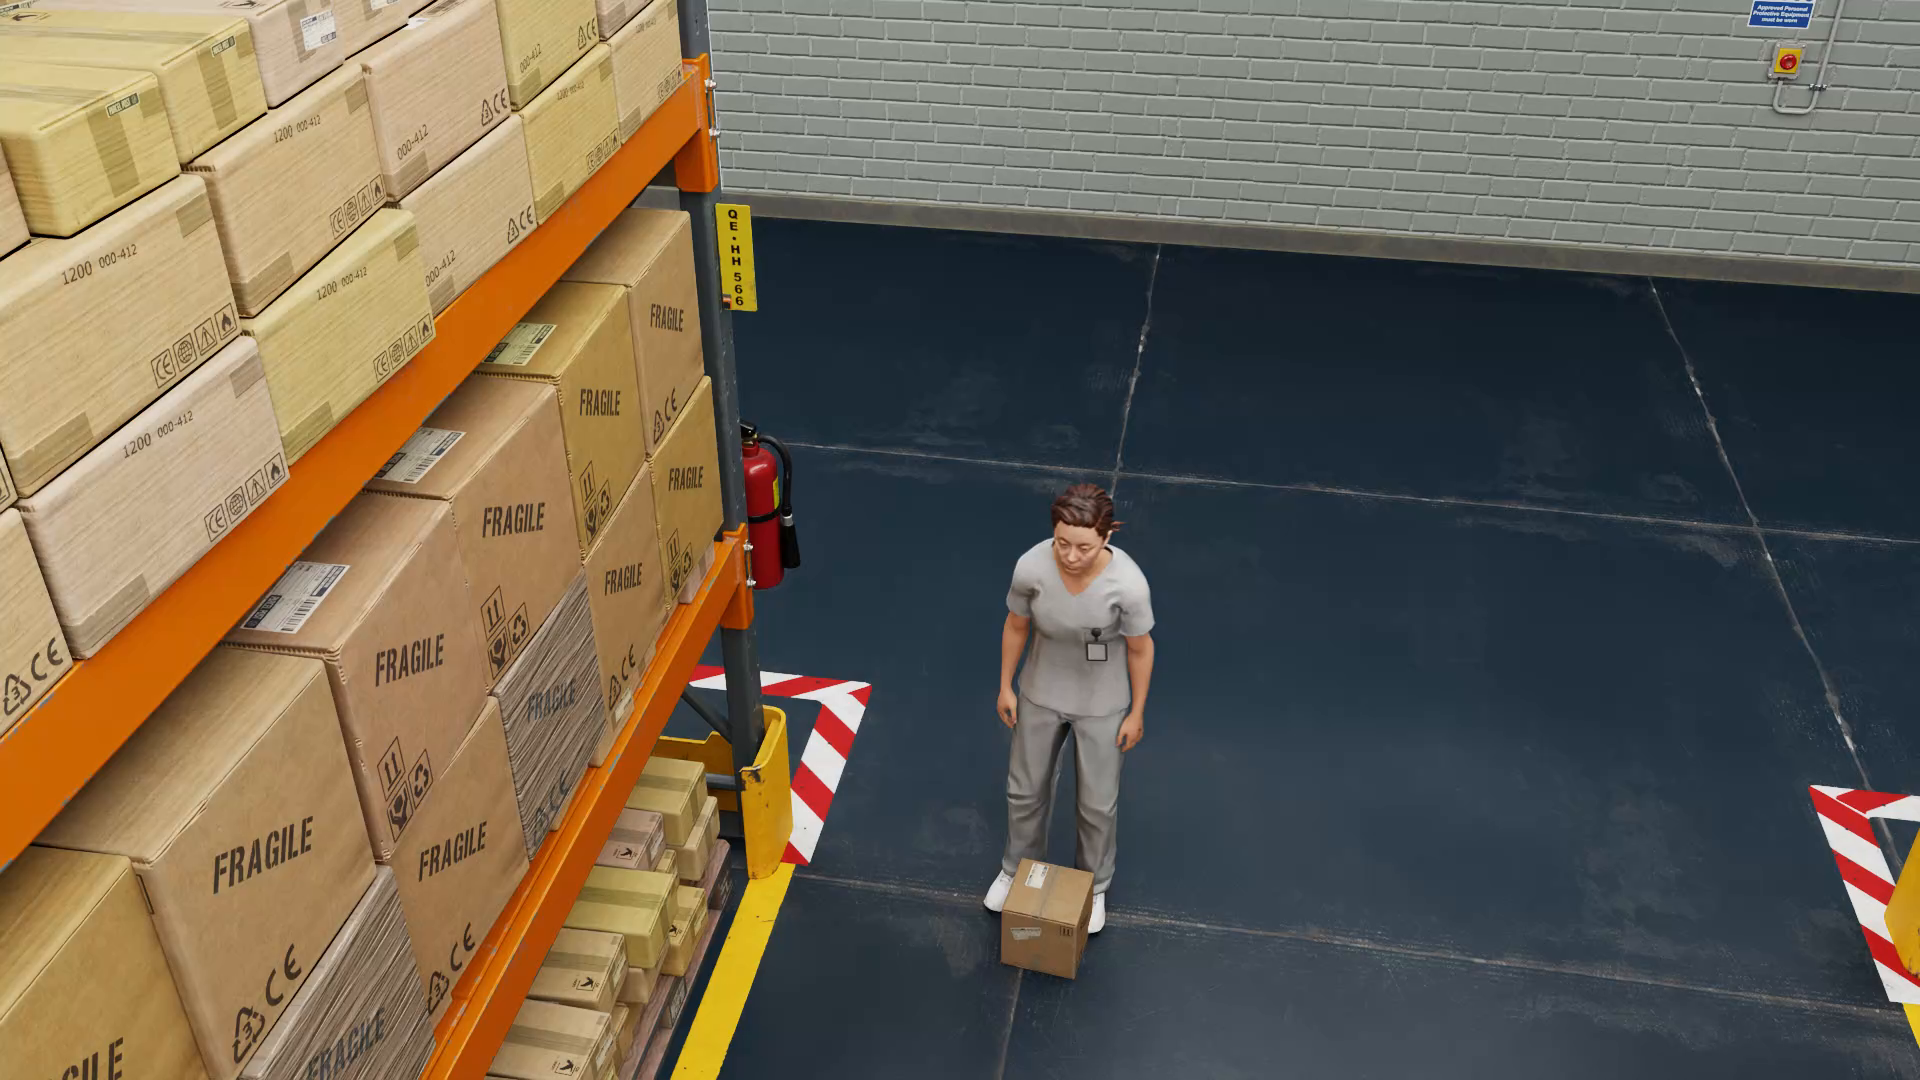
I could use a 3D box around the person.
[{"bbox_3d":[0.357,0.524,5.316,0.492,1.673,0.358,10,34,15],"label":"person"}]
